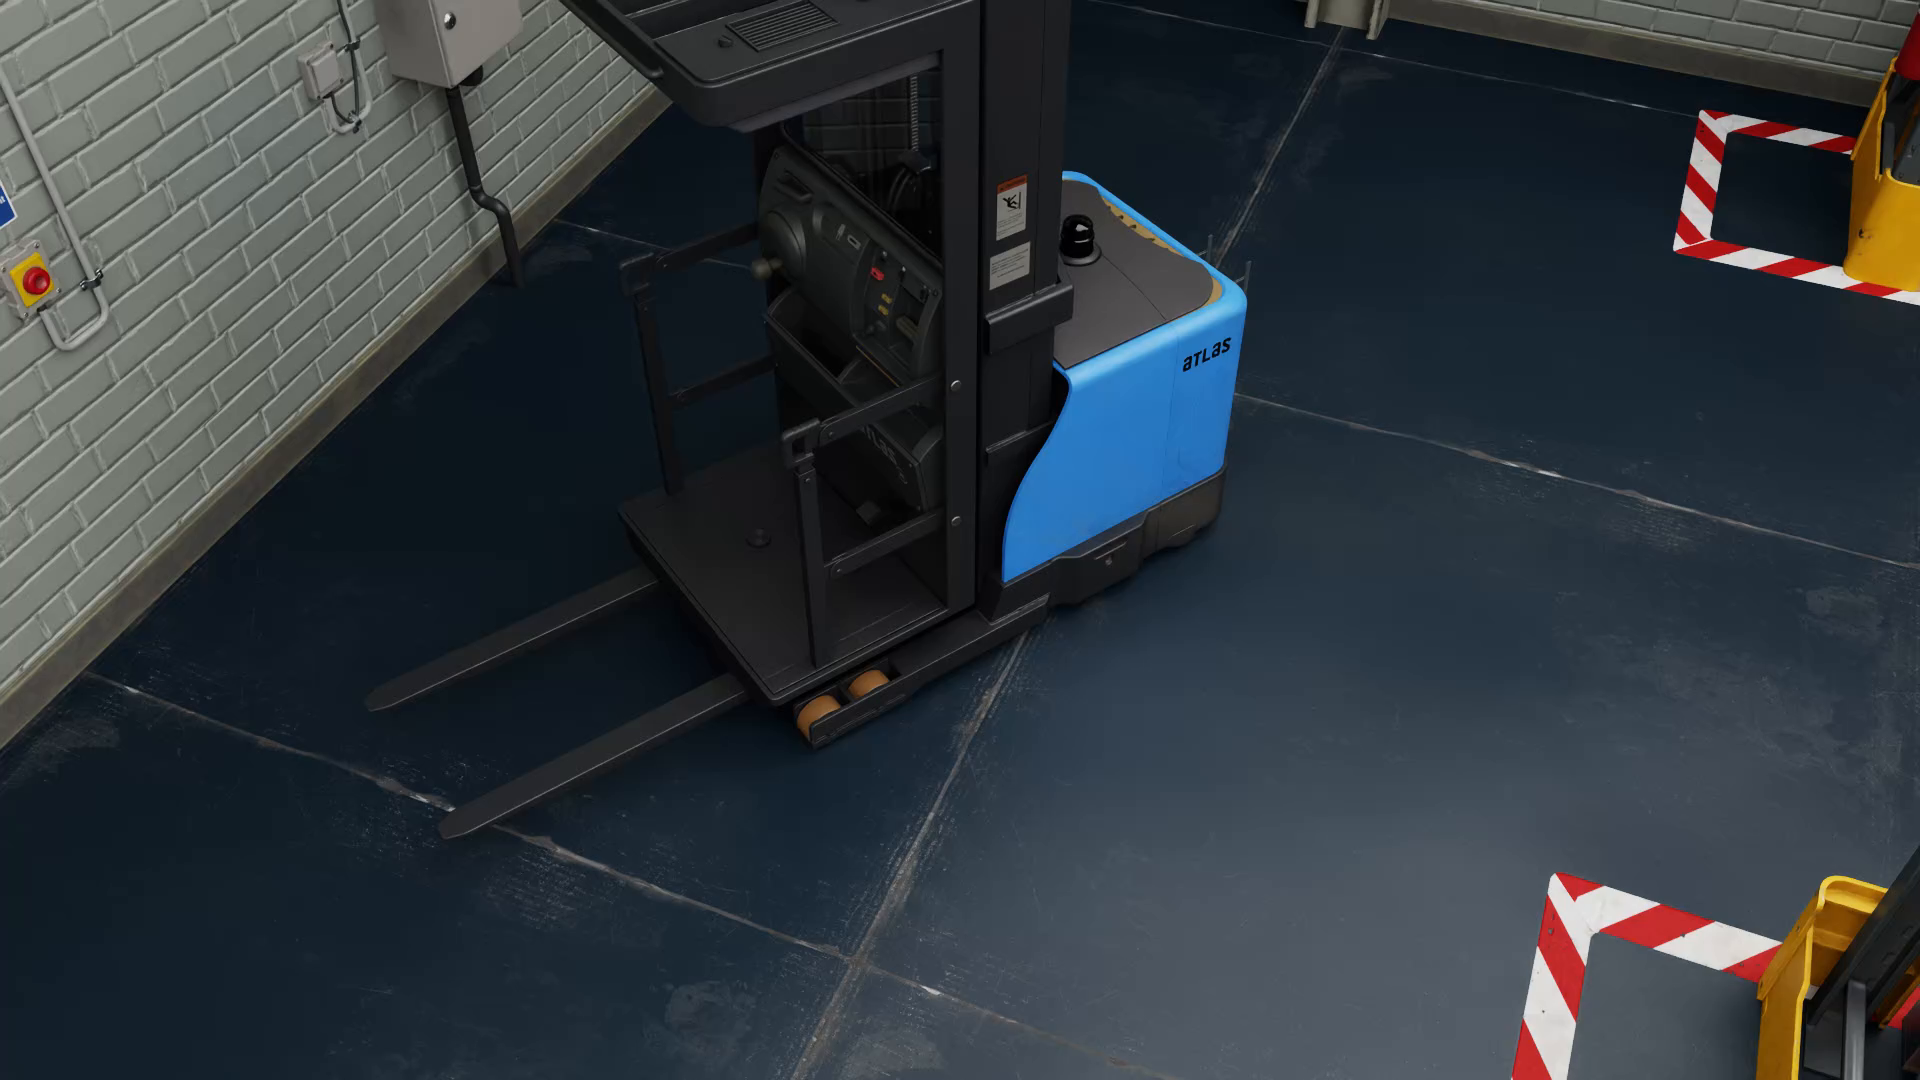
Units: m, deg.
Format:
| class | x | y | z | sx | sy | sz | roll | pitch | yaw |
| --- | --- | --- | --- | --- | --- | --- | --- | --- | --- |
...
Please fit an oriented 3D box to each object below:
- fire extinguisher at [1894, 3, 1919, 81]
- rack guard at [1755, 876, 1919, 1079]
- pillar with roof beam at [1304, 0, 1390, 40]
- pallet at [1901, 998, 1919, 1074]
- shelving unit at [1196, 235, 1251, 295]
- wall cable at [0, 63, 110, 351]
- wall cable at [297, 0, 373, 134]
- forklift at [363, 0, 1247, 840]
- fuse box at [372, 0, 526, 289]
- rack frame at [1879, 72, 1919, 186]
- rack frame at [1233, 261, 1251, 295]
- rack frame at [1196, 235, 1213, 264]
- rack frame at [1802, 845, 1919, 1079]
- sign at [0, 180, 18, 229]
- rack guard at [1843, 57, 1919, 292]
| class | x | y | z | sx | sy | sz | roll | pitch | yaw |
| --- | --- | --- | --- | --- | --- | --- | --- | --- | --- |
| fire extinguisher | 3.943 | -2.171 | 6.624 | 0.183 | 0.674 | 0.296 | 16 | 47 | 16 |
| rack guard | 2.327 | 1.520 | 4.368 | 0.348 | 0.500 | 1.175 | 16 | 47 | 16 |
| pillar with roof beam | 0.458 | -3.235 | 3.121 | 0.400 | 9.000 | 9.100 | 16 | 47 | 16 |
| pallet | 3.117 | 1.795 | 4.296 | 1.213 | 0.211 | 1.003 | 16 | 47 | 16 |
| shelving unit | 0.888 | -0.691 | 6.307 | 0.258 | 0.900 | 0.210 | -28 | 51 | -25 |
| wall cable | -2.864 | -1.247 | 4.634 | 0.123 | 1.953 | 0.585 | 16 | 47 | 16 |
| wall cable | -2.328 | -2.162 | 5.576 | 0.122 | 1.984 | 0.588 | 16 | 47 | 16 |
| forklift | -0.515 | -0.783 | 4.959 | 3.031 | 2.935 | 1.130 | -26 | 51 | -24 |
| fuse box | -1.920 | -1.746 | 6.792 | 0.414 | 1.711 | 0.539 | 16 | 47 | 16 |
| rack frame | 4.257 | -2.591 | 6.728 | 0.127 | 3.000 | 1.000 | 16 | 47 | 16 |
| rack frame | 0.949 | -0.634 | 6.249 | 0.240 | 0.900 | 0.006 | -28 | 51 | -25 |
| rack frame | 0.828 | -0.749 | 6.365 | 0.240 | 0.900 | 0.006 | -28 | 51 | -25 |
| rack frame | 2.349 | 0.641 | 3.479 | 0.127 | 3.000 | 1.000 | 16 | 47 | 16 |
| sign | -2.939 | -0.956 | 4.893 | 0.001 | 0.218 | 0.327 | 16 | 47 | 16 |
| rack guard | 4.327 | -1.685 | 7.589 | 0.348 | 0.500 | 1.175 | 16 | 47 | 16 |
